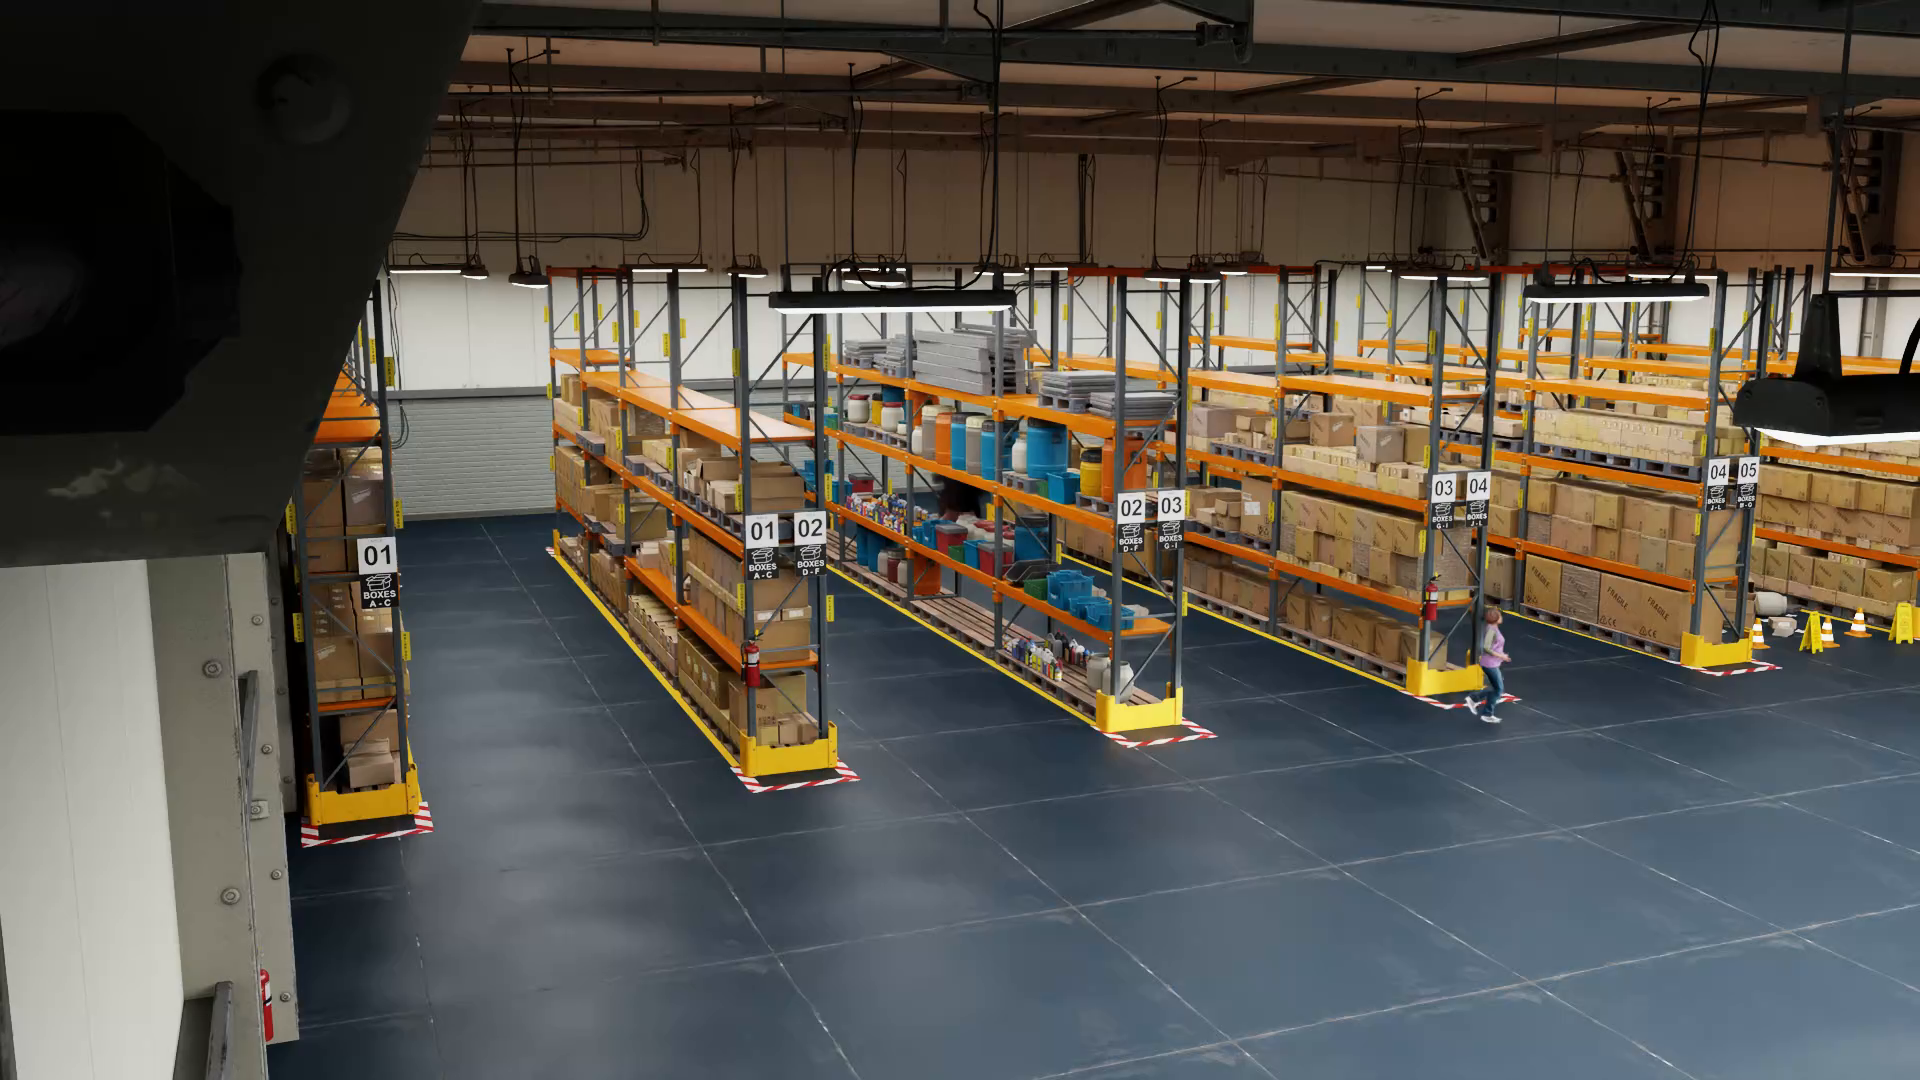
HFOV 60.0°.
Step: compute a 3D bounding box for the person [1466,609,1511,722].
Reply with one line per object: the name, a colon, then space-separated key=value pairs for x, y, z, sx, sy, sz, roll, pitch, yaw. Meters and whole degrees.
person: x=7.175 y=1.701 z=22.552 sx=0.567 sy=1.569 sz=0.561 roll=3 pitch=10 yaw=19
